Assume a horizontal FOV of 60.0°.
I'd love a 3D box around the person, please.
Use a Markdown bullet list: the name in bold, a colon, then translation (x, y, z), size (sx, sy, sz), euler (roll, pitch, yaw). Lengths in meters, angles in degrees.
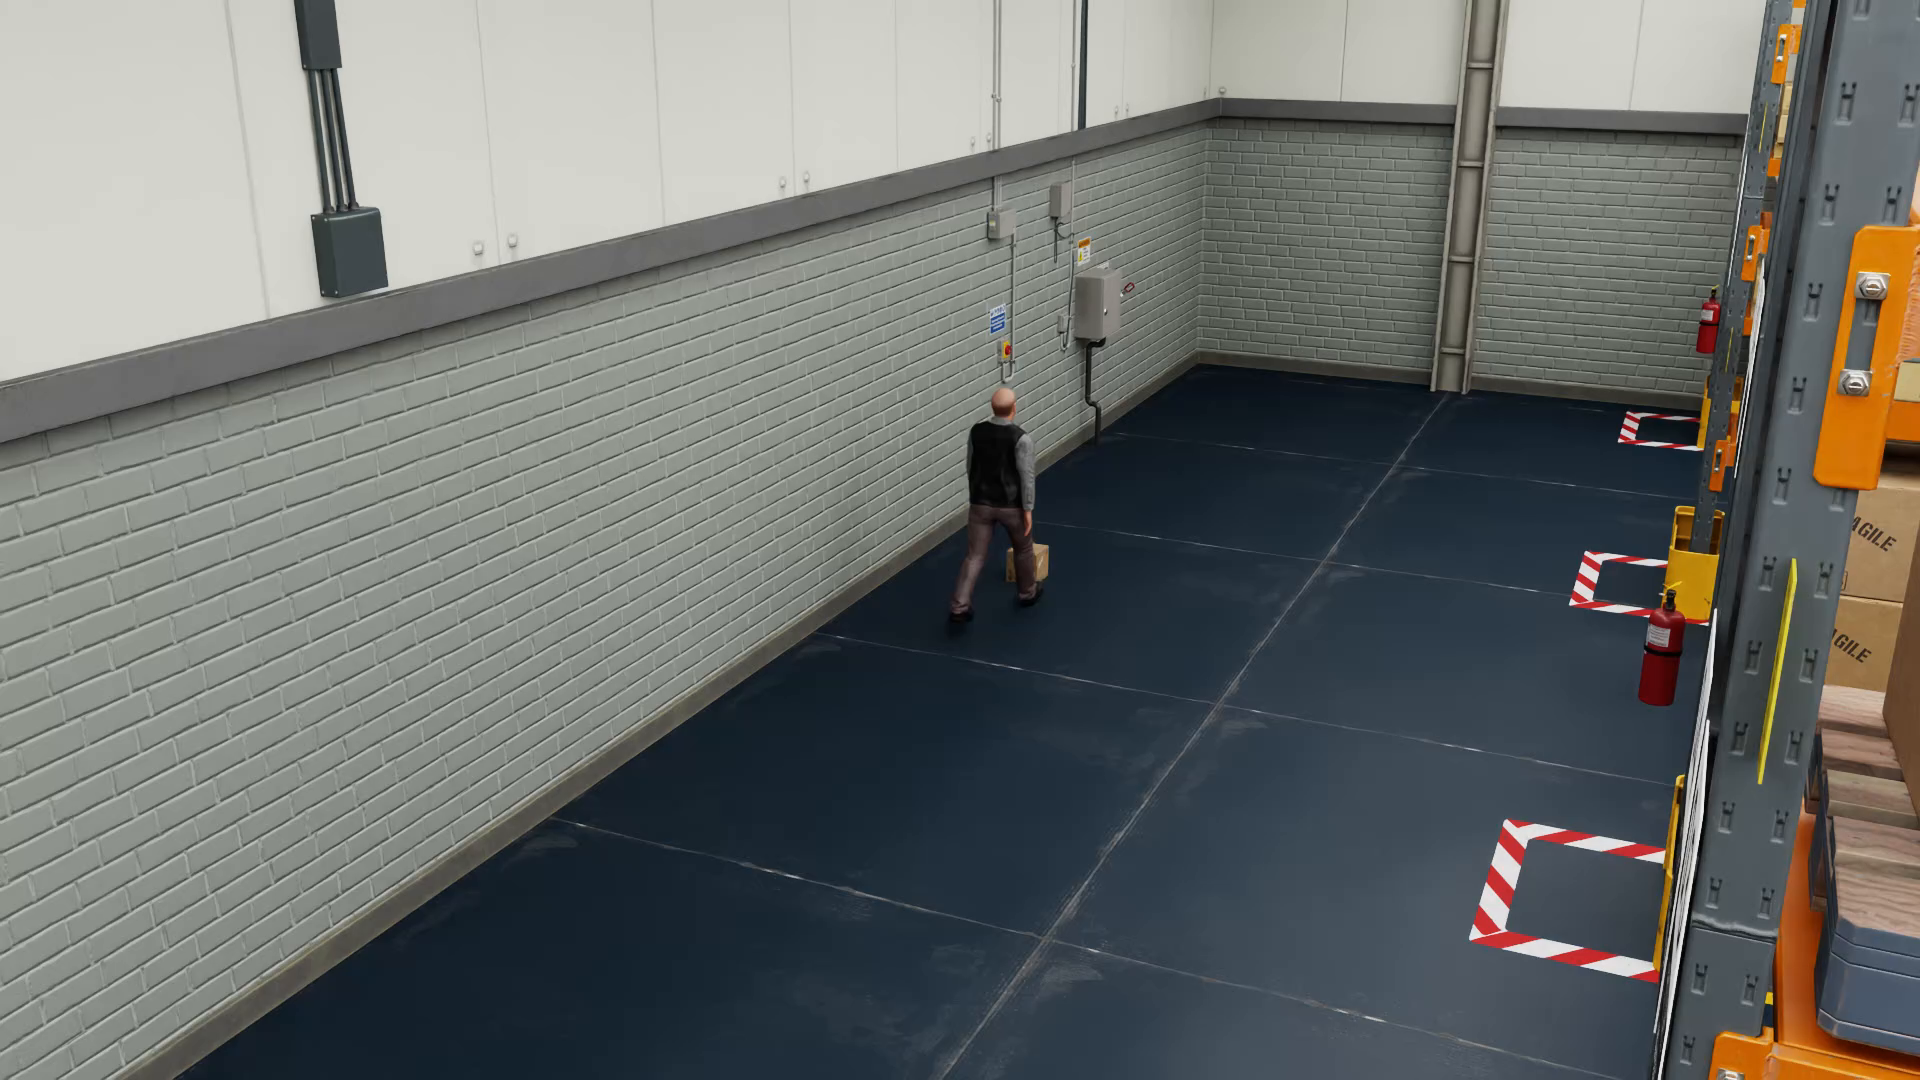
- **person**: translation (0.291, -0.250, 11.869), size (0.559, 1.682, 1.047), euler (7, 20, 20)
